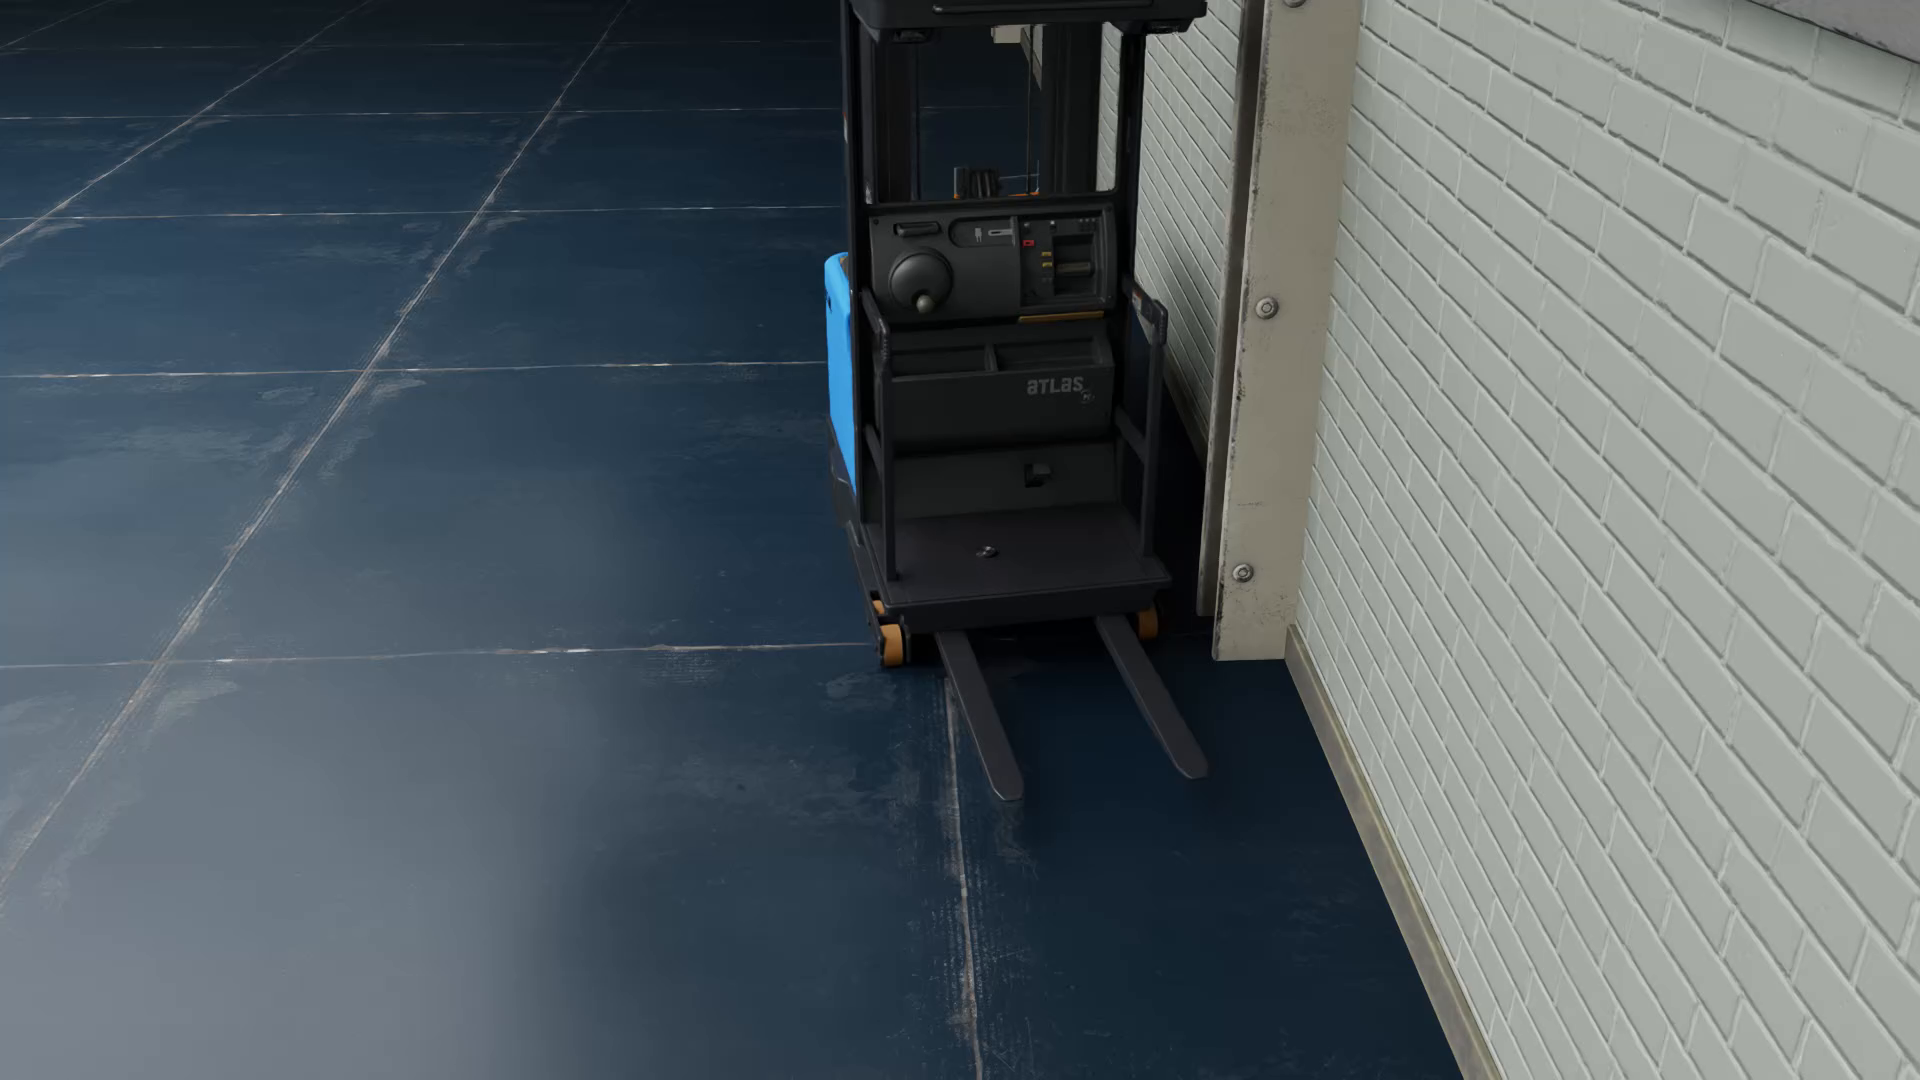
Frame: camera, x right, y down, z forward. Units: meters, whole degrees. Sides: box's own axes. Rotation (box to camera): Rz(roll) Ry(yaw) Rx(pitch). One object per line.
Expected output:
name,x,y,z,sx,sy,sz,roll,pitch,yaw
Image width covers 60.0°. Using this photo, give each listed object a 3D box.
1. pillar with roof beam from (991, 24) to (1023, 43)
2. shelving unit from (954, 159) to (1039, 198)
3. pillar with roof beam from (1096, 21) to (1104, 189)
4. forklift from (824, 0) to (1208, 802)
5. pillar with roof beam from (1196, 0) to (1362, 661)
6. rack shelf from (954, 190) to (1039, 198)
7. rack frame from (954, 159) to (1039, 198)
pillar with roof beam,-3.810,-9.061,14.893,9.100,9.000,0.400,-1,28,-3
shelving unit,0.368,-1.207,8.348,0.538,1.125,1.048,-9,29,-16
pillar with roof beam,-3.497,-6.291,9.580,9.100,9.000,0.400,-1,28,-3
forklift,0.173,-1.002,6.002,1.130,2.935,3.031,-5,28,-10
pillar with roof beam,-3.183,-3.520,4.267,9.100,9.000,0.400,-1,28,-3
rack shelf,0.368,-1.467,8.213,0.538,0.278,1.000,-9,29,-16
rack frame,0.210,-1.431,8.777,0.500,1.125,0.032,-9,29,-16
